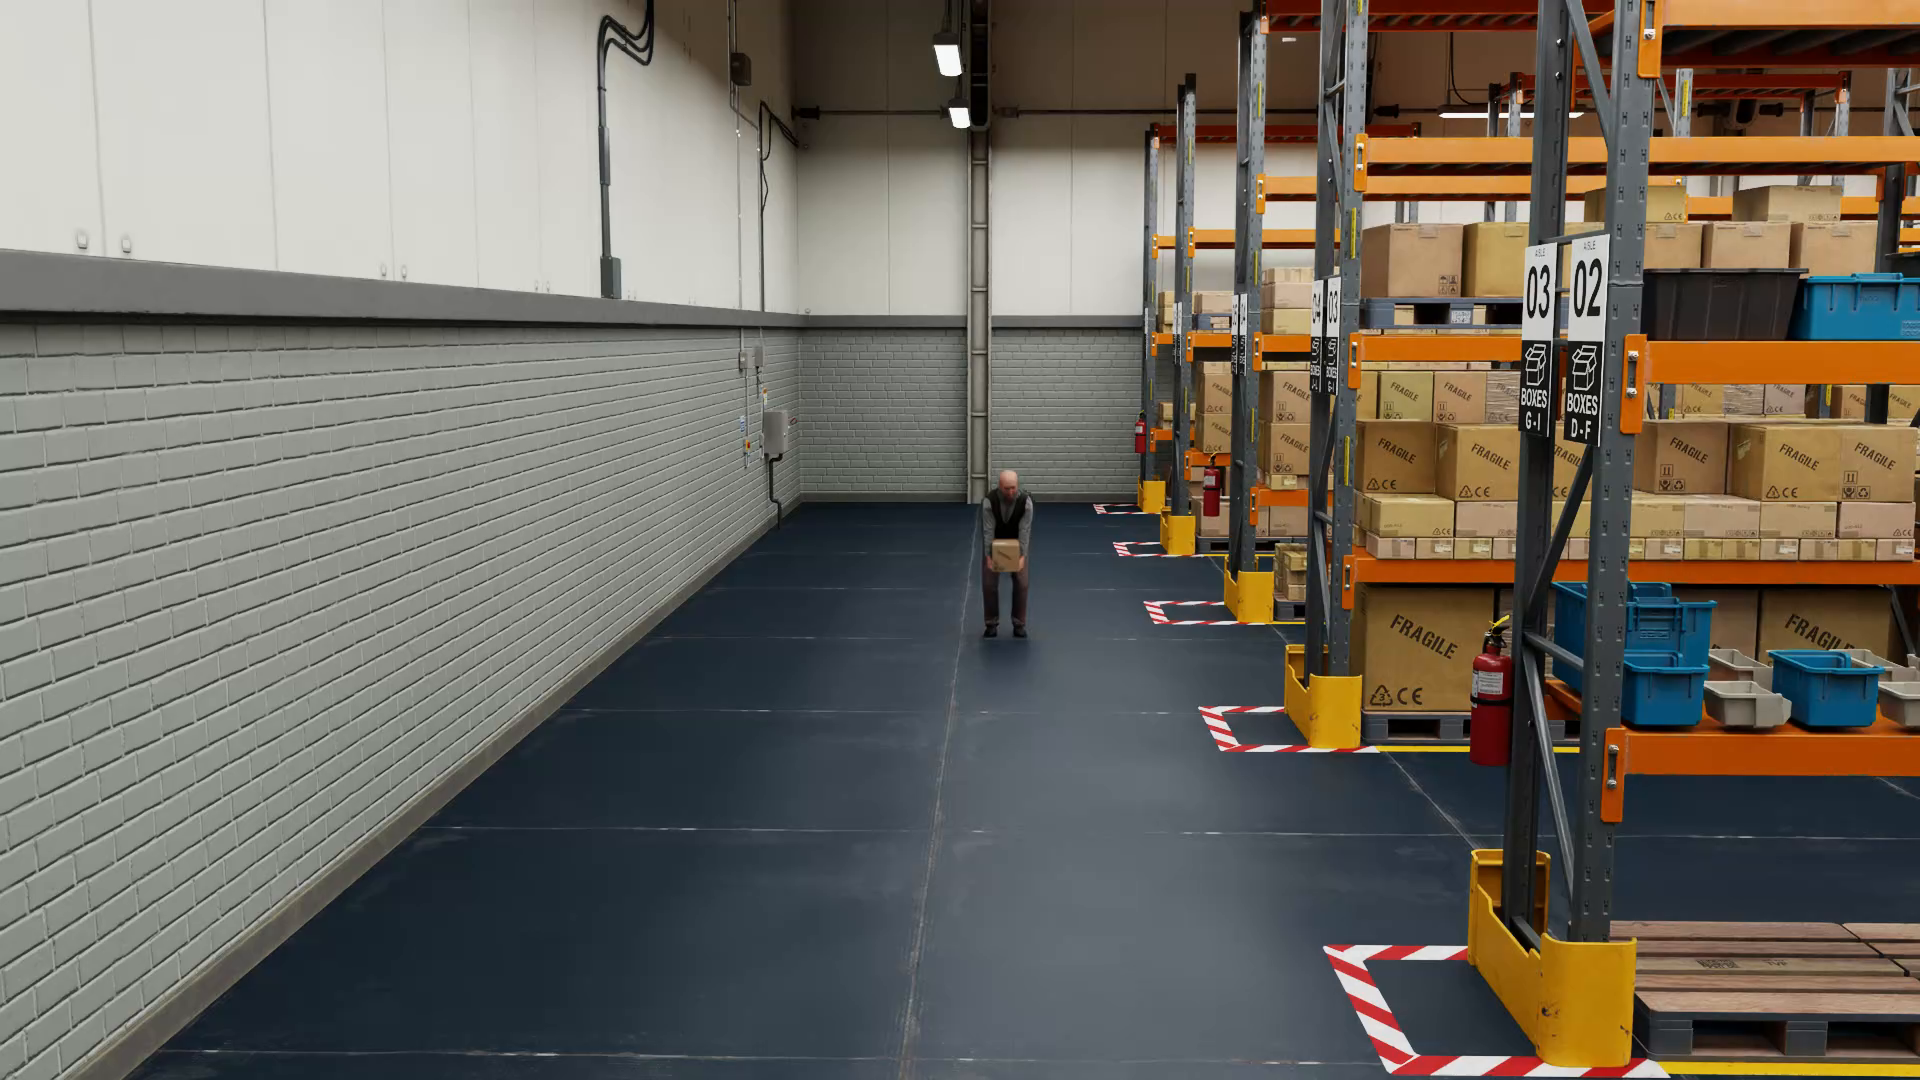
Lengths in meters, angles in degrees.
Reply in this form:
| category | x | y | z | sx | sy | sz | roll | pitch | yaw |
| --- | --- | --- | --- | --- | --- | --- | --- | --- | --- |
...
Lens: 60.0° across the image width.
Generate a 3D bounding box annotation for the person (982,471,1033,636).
| category | x | y | z | sx | sy | sz | roll | pitch | yaw |
| --- | --- | --- | --- | --- | --- | --- | --- | --- | --- |
| person | 0.438 | 0.125 | 15.479 | 0.472 | 1.575 | 0.700 | 0 | 7 | 0 |
